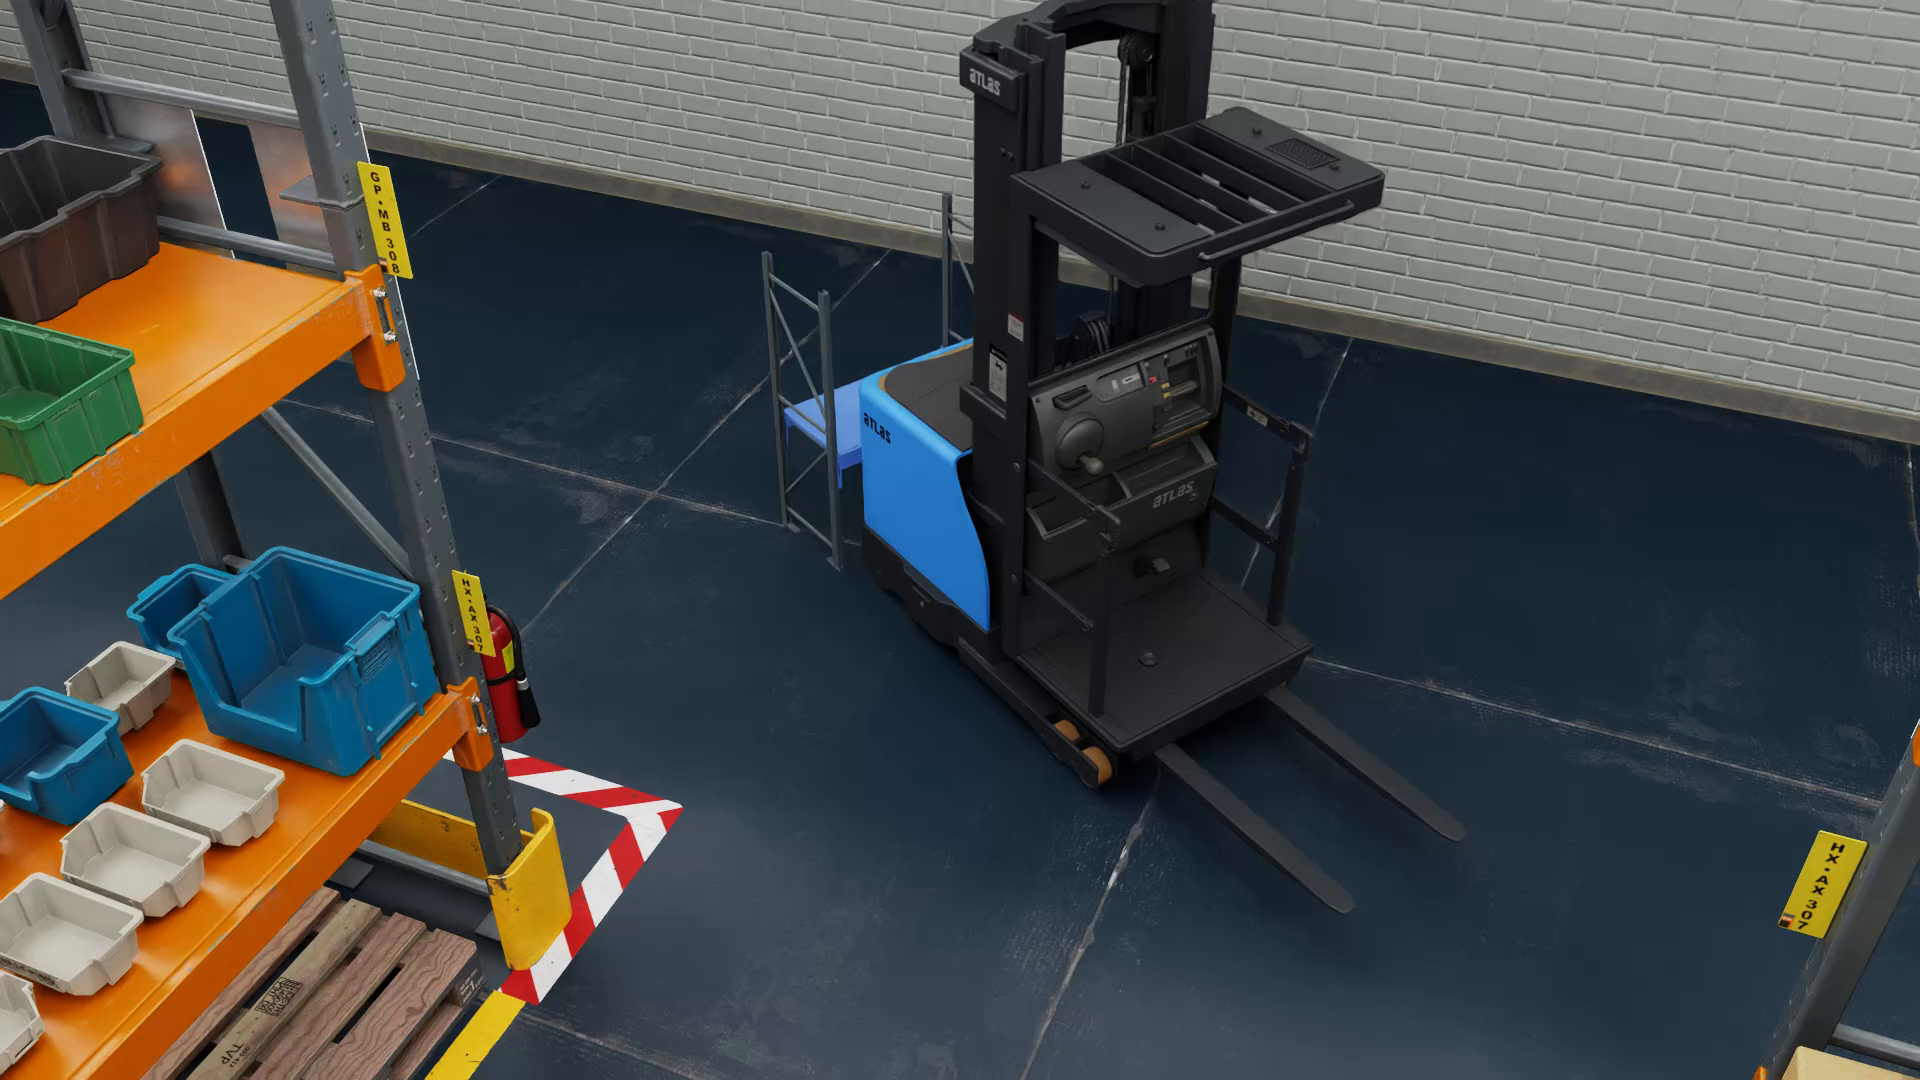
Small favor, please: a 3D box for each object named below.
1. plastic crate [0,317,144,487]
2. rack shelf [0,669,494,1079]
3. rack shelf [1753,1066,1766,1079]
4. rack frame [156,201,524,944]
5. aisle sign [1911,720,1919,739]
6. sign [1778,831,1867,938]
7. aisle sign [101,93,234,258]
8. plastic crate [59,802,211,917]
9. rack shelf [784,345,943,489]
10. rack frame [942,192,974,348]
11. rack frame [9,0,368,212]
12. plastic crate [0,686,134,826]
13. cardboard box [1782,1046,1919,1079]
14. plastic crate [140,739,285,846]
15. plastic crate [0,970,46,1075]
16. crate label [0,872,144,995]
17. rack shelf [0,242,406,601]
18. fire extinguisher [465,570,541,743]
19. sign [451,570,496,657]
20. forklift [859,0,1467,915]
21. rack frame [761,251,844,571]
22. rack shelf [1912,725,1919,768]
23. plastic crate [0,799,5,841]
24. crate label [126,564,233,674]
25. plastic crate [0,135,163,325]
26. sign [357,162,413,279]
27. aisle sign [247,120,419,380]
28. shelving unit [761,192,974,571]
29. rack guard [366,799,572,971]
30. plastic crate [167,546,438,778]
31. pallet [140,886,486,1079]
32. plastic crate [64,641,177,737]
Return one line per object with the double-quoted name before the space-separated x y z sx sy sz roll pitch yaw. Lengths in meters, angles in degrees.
"plastic crate" -2.172 -0.320 3.844 0.450 0.188 0.336 14 39 18
"rack shelf" -2.822 1.581 4.230 1.077 0.370 4.000 14 39 18
"rack shelf" 1.758 2.709 2.721 1.077 0.370 4.000 14 39 18
"rack frame" -2.061 0.186 5.496 1.000 3.000 0.127 14 39 18
"aisle sign" 2.269 0.164 3.353 0.394 0.787 0.004 14 39 18
"sign" 2.008 0.806 3.877 0.100 0.325 0.005 14 39 18
"aisle sign" -2.309 -0.963 4.862 0.394 0.787 0.004 14 39 18
"plastic crate" -2.328 0.917 4.688 0.396 0.136 0.243 14 39 18
"rack shelf" -0.326 -0.617 8.124 1.000 0.185 0.538 -25 43 -29
"rack frame" 0.077 -0.947 8.264 0.032 1.500 0.500 -25 43 -29
"rack frame" -2.061 -2.217 3.700 1.000 3.000 0.127 14 39 18
"plastic crate" -2.710 0.655 4.958 0.416 0.233 0.300 14 39 18
"cardboard box" 2.087 1.459 3.669 0.500 0.250 0.500 13 39 17
"plastic crate" -2.204 0.760 4.898 0.396 0.136 0.243 14 39 18
"plastic crate" -2.507 1.245 4.249 0.298 0.136 0.250 14 39 18
"crate label" -2.411 1.077 4.474 0.396 0.136 0.243 14 39 18
"rack shelf" -2.822 0.380 3.332 1.077 0.370 4.000 14 39 18
"fire extinguisher" -1.584 0.386 5.604 0.296 0.674 0.183 14 39 18
"sign" -1.546 0.237 5.292 0.100 0.325 0.005 14 39 18
"forklift" 0.795 -0.486 6.452 1.130 2.935 3.031 -23 43 -28
"rack frame" -0.728 -0.576 7.768 0.032 1.500 0.500 -25 43 -29
"rack shelf" 1.758 1.508 1.823 1.077 0.370 4.000 14 39 18
"plastic crate" -2.916 0.863 4.760 0.250 0.136 0.298 14 39 18
"crate label" -2.460 0.290 5.446 0.416 0.233 0.303 14 39 18
"plastic crate" -2.465 -0.814 4.437 0.497 0.269 0.590 14 39 18
"sign" -1.546 -0.858 4.474 0.100 0.325 0.005 14 39 18
"aisle sign" -1.763 -0.829 4.682 0.394 0.787 0.004 14 39 18
"shelving unit" -0.326 -0.762 8.016 1.048 1.500 0.538 -25 43 -29
"rack guard" -2.064 1.171 6.266 1.175 0.500 0.348 14 39 18
"plastic crate" -2.016 0.375 5.163 0.616 0.435 0.499 14 39 18
"pallet" -2.411 1.750 5.732 1.003 0.211 1.213 14 39 18
"plastic crate" -2.658 0.488 5.262 0.250 0.136 0.298 14 39 18
